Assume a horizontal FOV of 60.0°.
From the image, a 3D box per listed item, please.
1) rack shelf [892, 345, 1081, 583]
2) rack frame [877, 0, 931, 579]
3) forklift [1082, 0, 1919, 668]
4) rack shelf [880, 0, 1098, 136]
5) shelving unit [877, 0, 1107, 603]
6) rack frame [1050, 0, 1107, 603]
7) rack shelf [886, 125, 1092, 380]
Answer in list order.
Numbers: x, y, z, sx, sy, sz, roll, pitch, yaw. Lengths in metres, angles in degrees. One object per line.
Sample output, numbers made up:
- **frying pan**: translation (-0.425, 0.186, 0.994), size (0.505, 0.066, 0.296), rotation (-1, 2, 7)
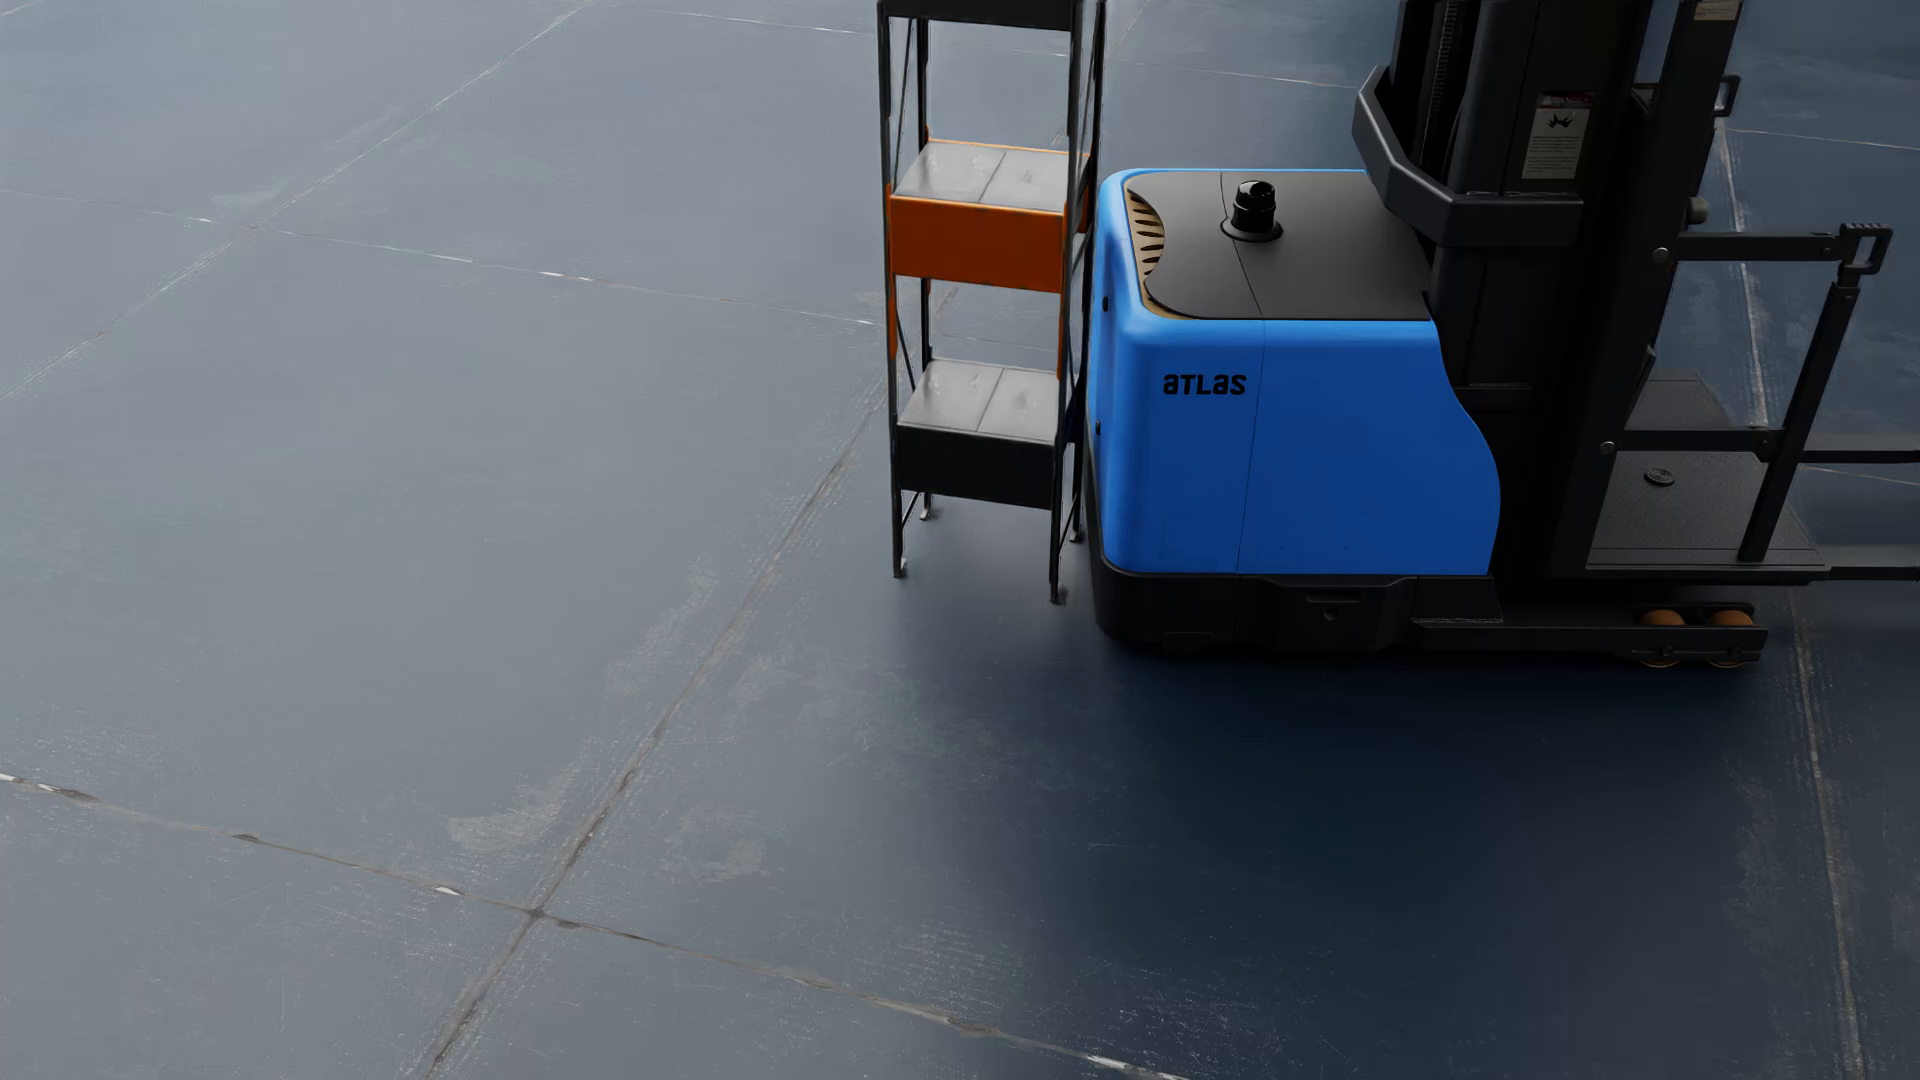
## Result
- **rack shelf**: translation (0.089, -0.232, 4.998), size (0.480, 0.518, 0.431), rotation (8, 37, 11)
- **rack frame**: translation (-0.148, -0.842, 4.622), size (0.015, 2.100, 0.400), rotation (8, 37, 11)
- **forklift**: translation (1.913, -1.133, 4.317), size (3.031, 2.935, 1.130), rotation (0, 36, 0)
- **rack shelf**: translation (0.089, -1.360, 4.169), size (0.480, 0.518, 0.431), rotation (8, 37, 11)
- **shelving unit**: translation (0.089, -0.807, 4.575), size (0.503, 2.100, 0.431), rotation (8, 37, 11)
- **rack frame**: translation (0.326, -0.773, 4.528), size (0.015, 2.100, 0.400), rotation (8, 37, 11)
- **rack shelf**: translation (0.089, -0.796, 4.583), size (0.480, 0.518, 0.431), rotation (8, 37, 11)
